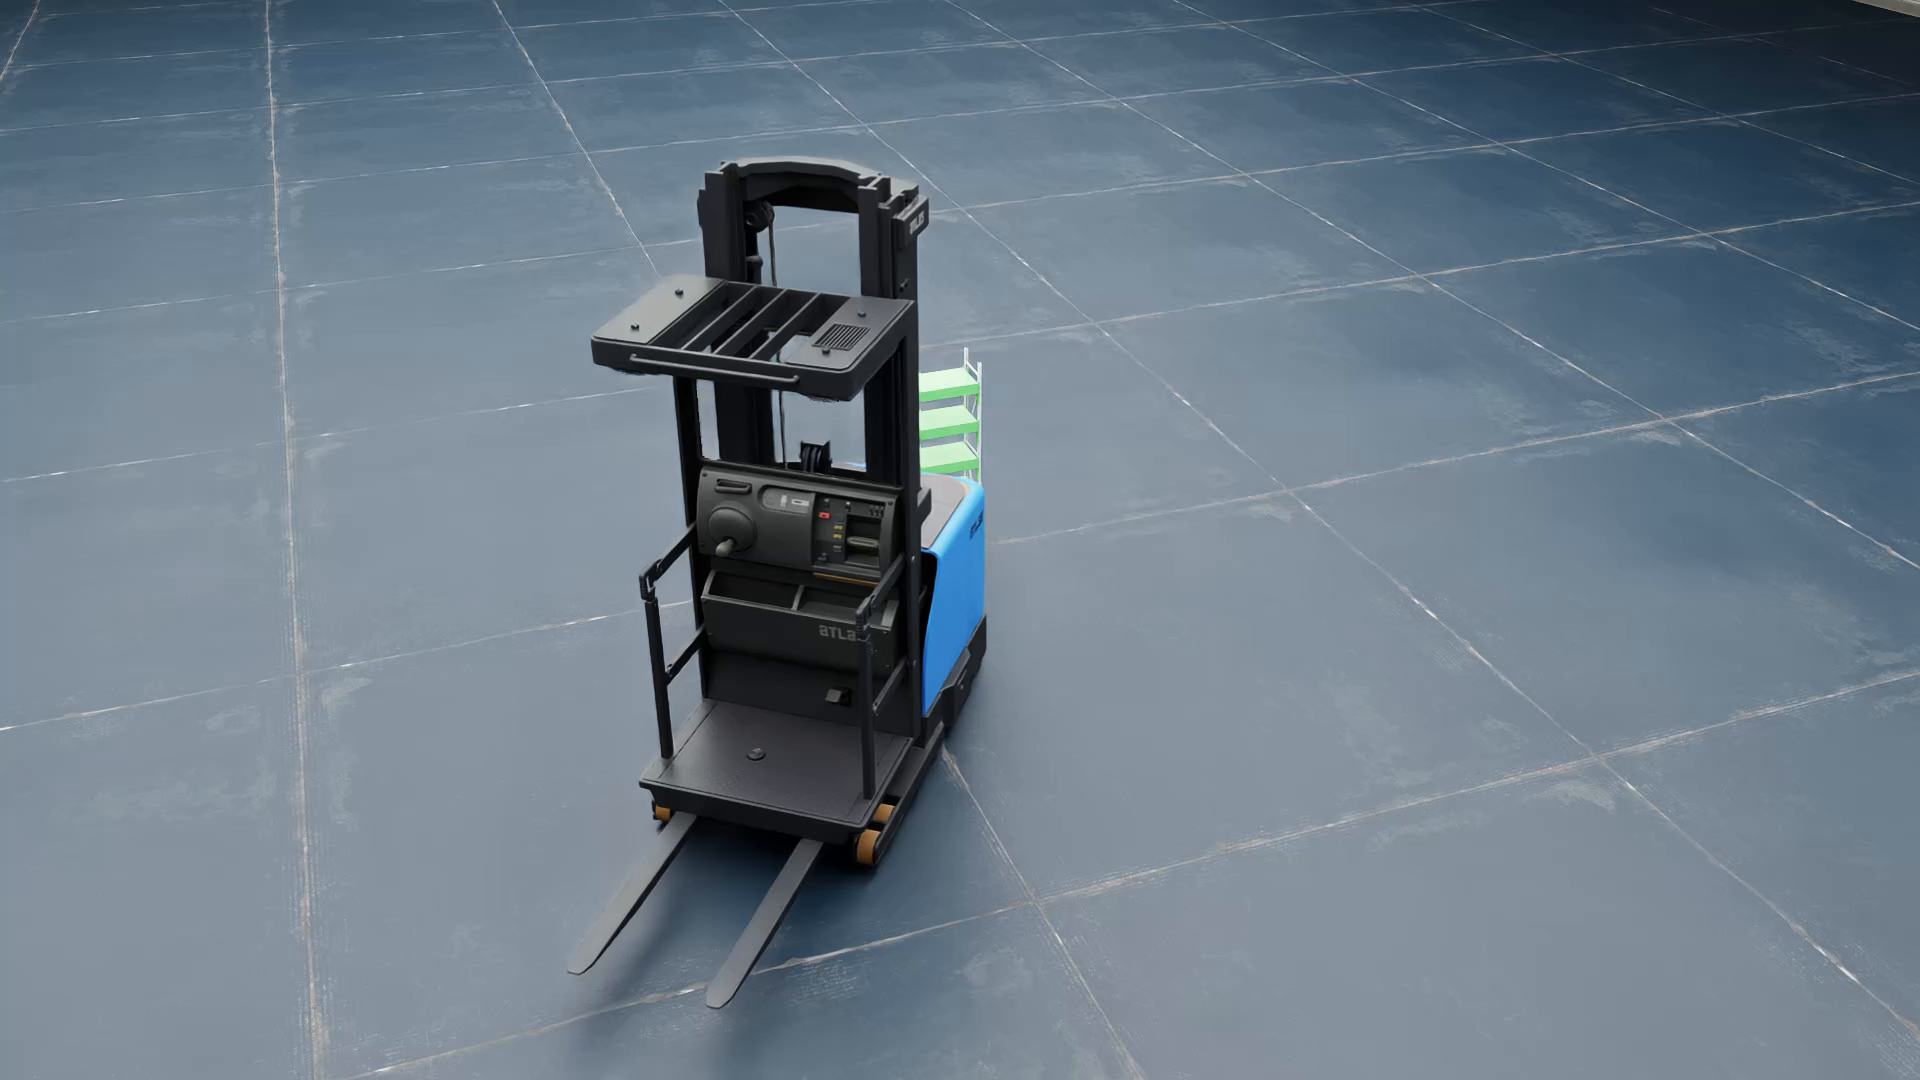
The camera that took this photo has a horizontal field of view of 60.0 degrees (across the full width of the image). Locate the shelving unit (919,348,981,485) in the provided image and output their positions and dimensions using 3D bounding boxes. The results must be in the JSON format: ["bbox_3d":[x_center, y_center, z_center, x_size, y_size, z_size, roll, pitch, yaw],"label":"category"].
[{"bbox_3d":[-0.155,-0.493,9.753,0.503,1.200,0.258,-10,31,-18],"label":"shelving unit"}]

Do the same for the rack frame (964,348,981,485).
[{"bbox_3d":[0.074,-0.535,9.827,0.015,1.200,0.240,-10,31,-18],"label":"rack frame"}]

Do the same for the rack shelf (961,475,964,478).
[{"bbox_3d":[-0.155,-0.229,9.904,0.480,0.148,0.258,-10,31,-18],"label":"rack shelf"}]

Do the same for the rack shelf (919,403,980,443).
[{"bbox_3d":[-0.155,-0.646,9.666,0.480,0.148,0.258,-10,31,-18],"label":"rack shelf"}]

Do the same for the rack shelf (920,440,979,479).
[{"bbox_3d":[-0.155,-0.437,9.785,0.480,0.148,0.258,-10,31,-18],"label":"rack shelf"}]

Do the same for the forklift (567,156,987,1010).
[{"bbox_3d":[-0.793,-0.023,7.180,1.130,2.935,3.031,9,31,15],"label":"forklift"}]

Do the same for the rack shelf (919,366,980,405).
[{"bbox_3d":[-0.155,-0.854,9.547,0.480,0.148,0.258,-10,31,-18],"label":"rack shelf"}]
